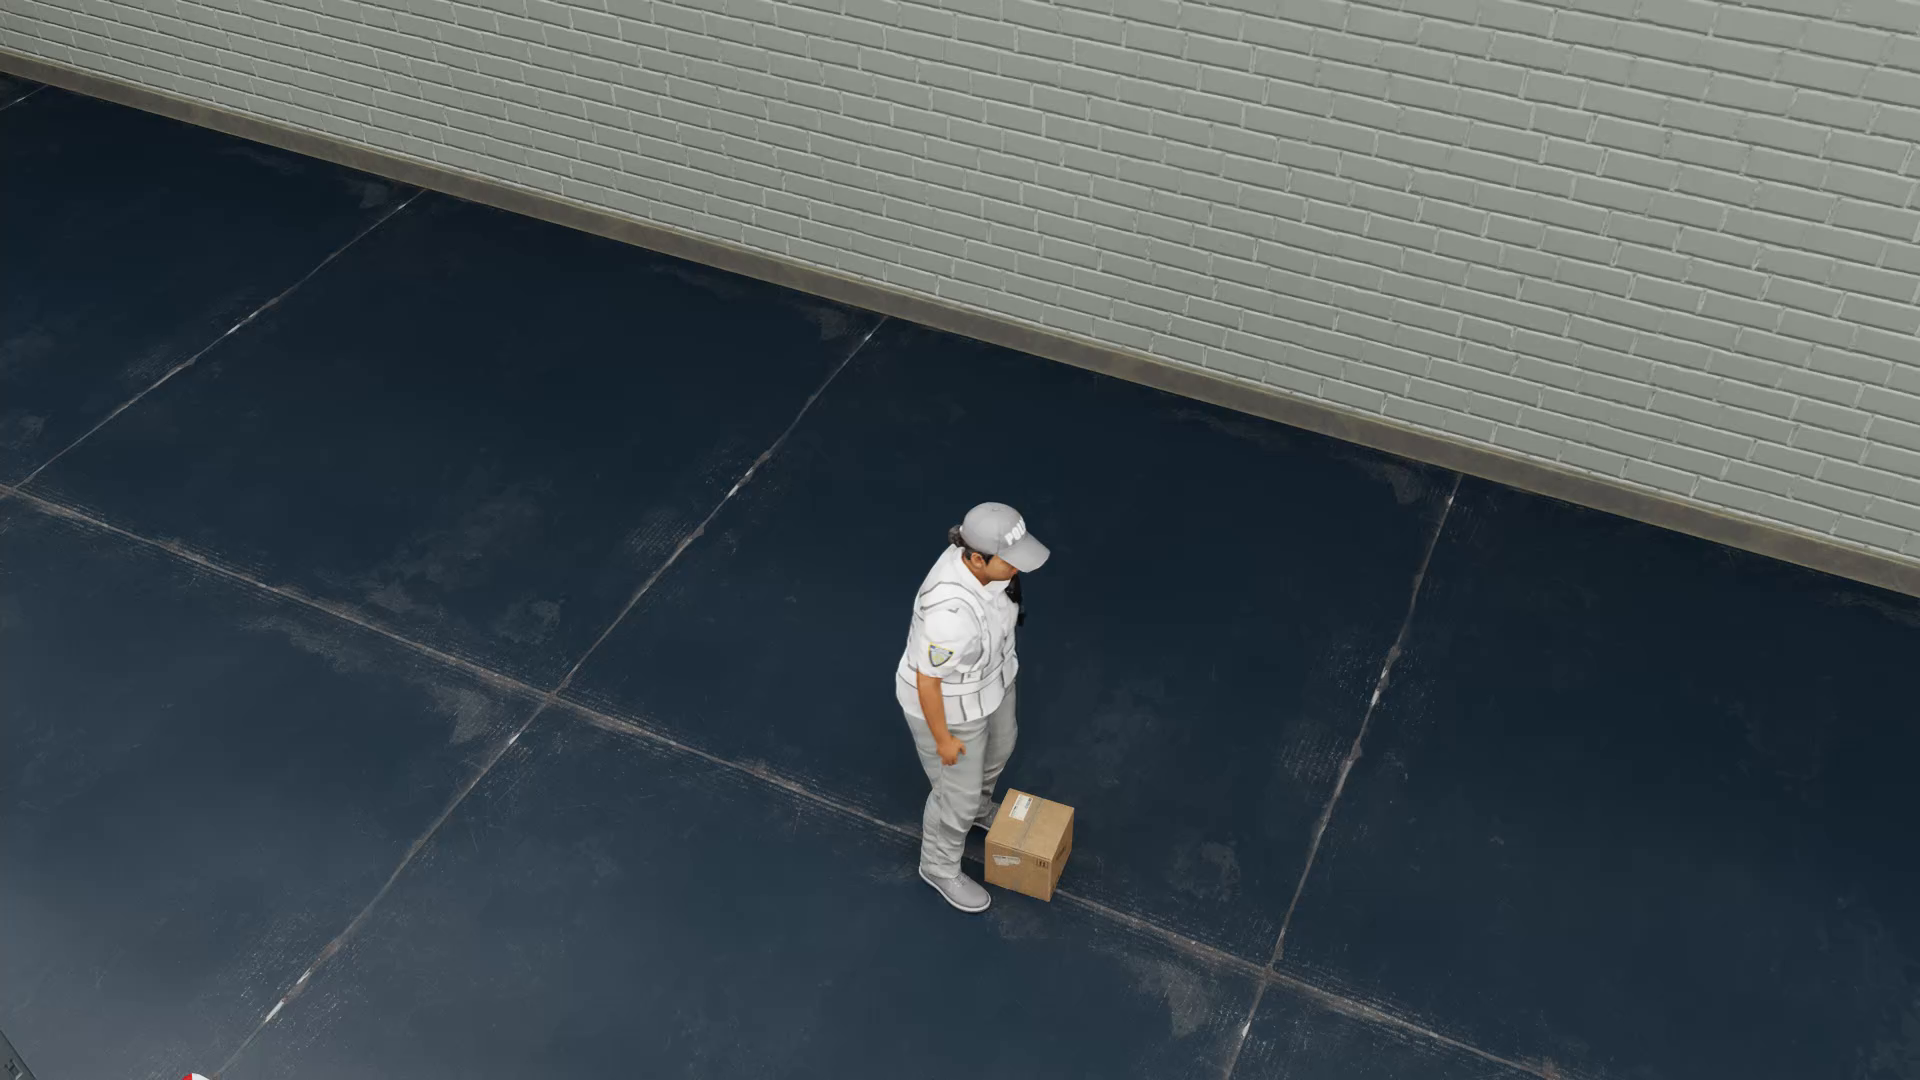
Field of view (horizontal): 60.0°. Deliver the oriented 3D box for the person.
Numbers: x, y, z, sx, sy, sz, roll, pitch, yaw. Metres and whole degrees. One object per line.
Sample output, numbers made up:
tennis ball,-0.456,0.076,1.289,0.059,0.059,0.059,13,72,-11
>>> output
person,0.042,0.523,5.580,0.469,1.665,0.537,18,45,18
